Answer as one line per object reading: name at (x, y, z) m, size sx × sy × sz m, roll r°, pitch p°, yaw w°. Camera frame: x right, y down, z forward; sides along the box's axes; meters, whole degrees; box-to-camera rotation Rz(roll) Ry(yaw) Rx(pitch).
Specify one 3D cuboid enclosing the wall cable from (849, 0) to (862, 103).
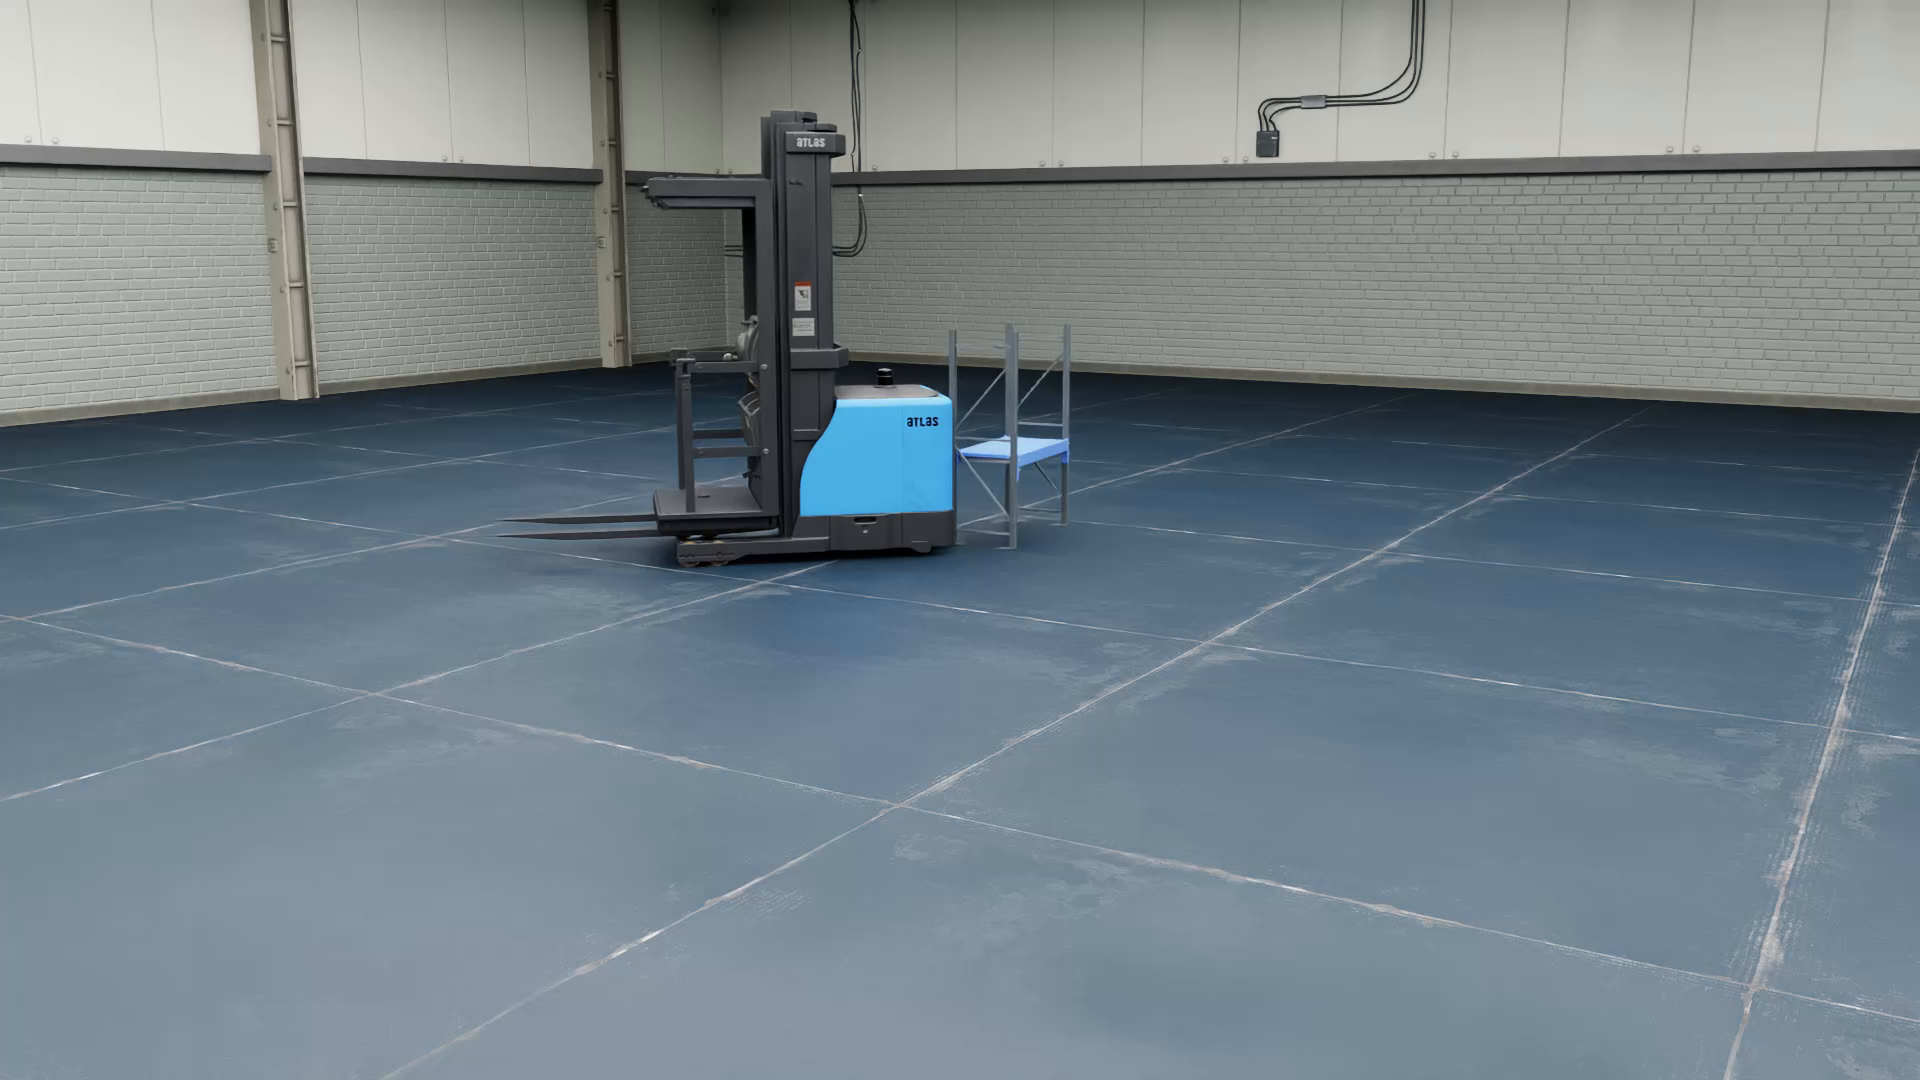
wall cable at (-0.567, -8.258, 26.236) m, size 3.097 × 2.526 × 0.112 m, roll 6°, pitch 12°, yaw 31°

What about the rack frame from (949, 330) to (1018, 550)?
rack frame at (0.160, -0.690, 11.479) m, size 0.500 × 1.500 × 0.032 m, roll 5°, pitch 12°, yaw 24°

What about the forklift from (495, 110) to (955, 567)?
forklift at (-1.609, -1.369, 11.215) m, size 3.031 × 2.935 × 1.130 m, roll -2°, pitch 11°, yaw -12°

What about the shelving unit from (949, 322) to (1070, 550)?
shelving unit at (0.367, -0.776, 11.936) m, size 0.538 × 1.500 × 1.048 m, roll 5°, pitch 12°, yaw 24°

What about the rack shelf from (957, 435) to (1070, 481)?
rack shelf at (0.367, -0.599, 11.969) m, size 0.538 × 0.185 × 1.000 m, roll 5°, pitch 12°, yaw 24°

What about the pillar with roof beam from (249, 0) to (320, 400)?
pillar with roof beam at (-4.974, -5.868, 18.758) m, size 9.100 × 9.000 × 0.400 m, roll 6°, pitch 12°, yaw 31°

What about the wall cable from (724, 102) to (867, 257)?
wall cable at (-2.879, -6.034, 28.082) m, size 3.097 × 2.526 × 0.112 m, roll 6°, pitch 12°, yaw 31°

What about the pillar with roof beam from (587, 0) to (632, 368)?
pillar with roof beam at (-1.859, -6.812, 23.799) m, size 9.100 × 9.000 × 0.400 m, roll 6°, pitch 12°, yaw 31°

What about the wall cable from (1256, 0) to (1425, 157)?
wall cable at (5.226, -8.322, 22.625) m, size 2.305 × 6.003 × 0.169 m, roll 6°, pitch 12°, yaw 31°

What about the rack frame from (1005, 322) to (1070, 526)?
rack frame at (0.574, -0.861, 12.392) m, size 0.500 × 1.500 × 0.032 m, roll 5°, pitch 12°, yaw 24°
